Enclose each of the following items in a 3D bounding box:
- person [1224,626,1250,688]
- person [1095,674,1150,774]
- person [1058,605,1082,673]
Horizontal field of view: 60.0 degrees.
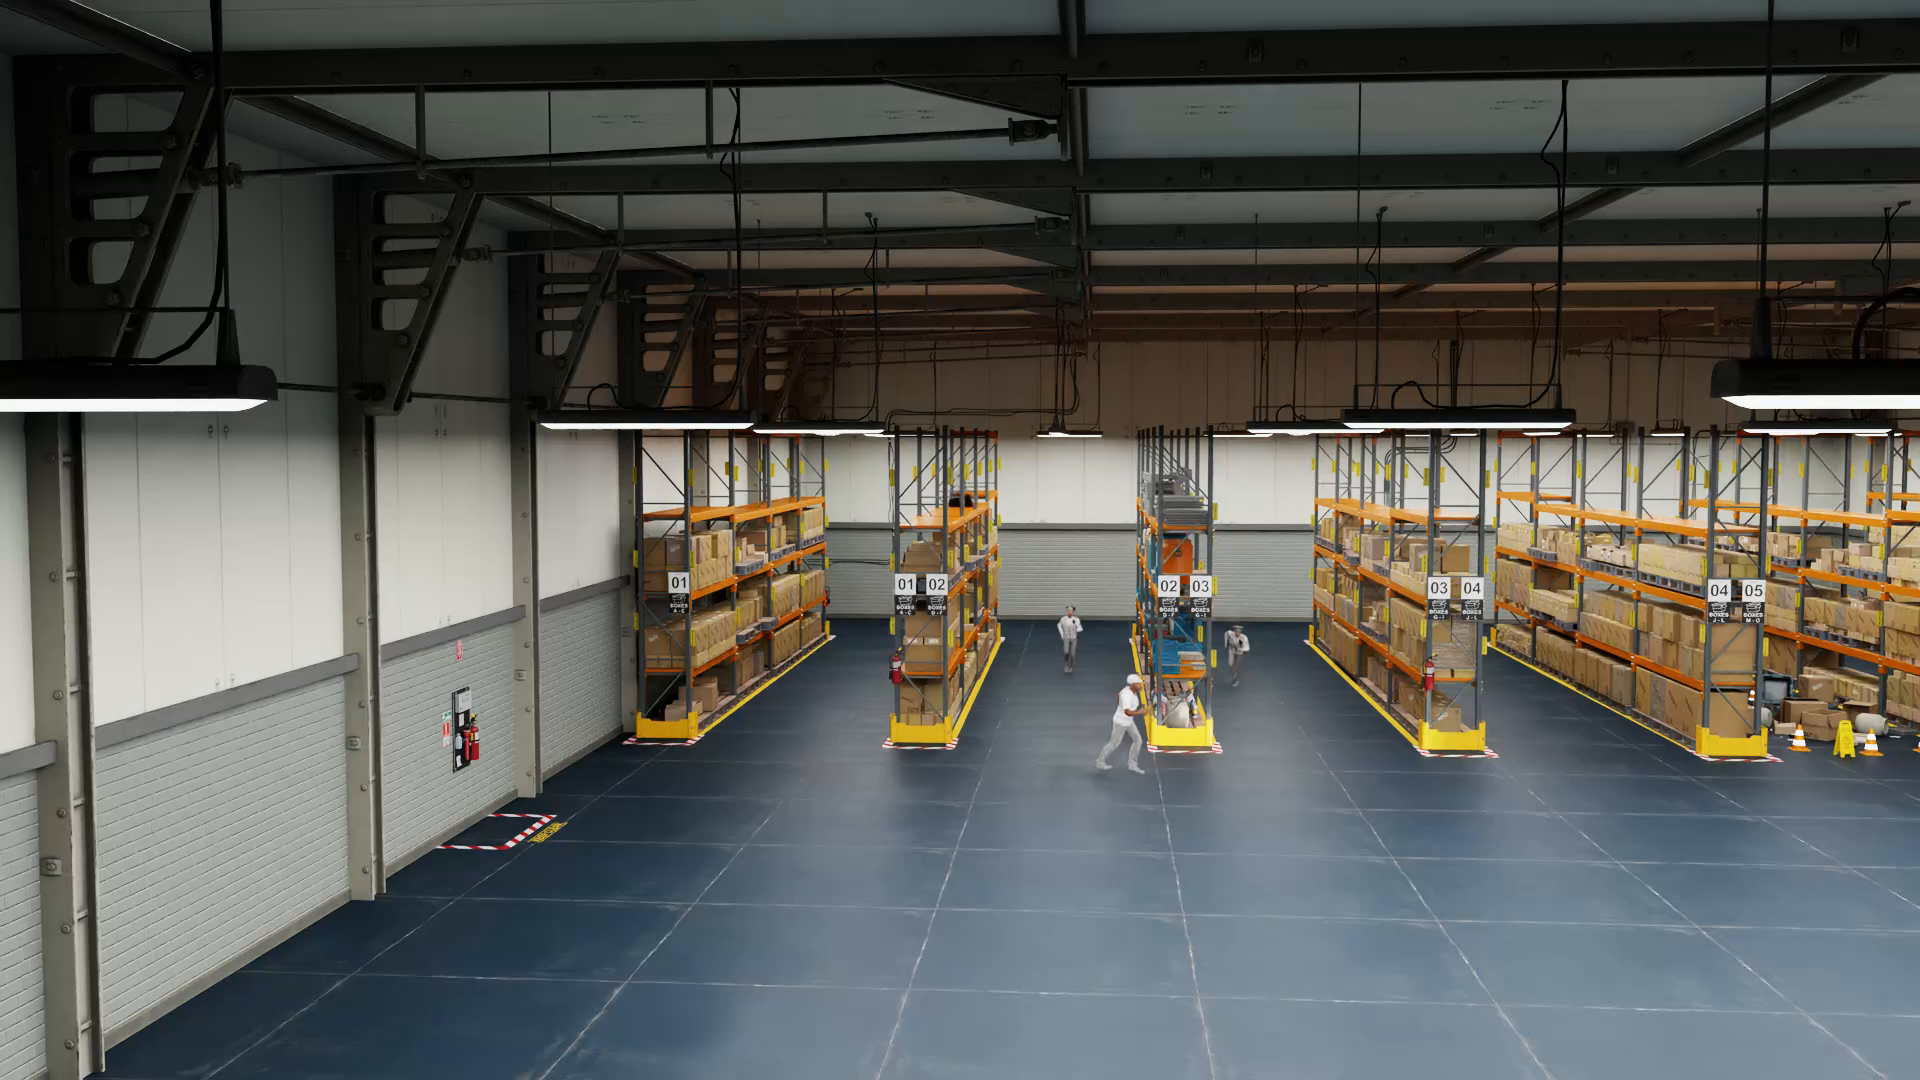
[{"bbox_3d":[6.458,2.683,38.793,0.592,1.463,1.079,1,3,10],"label":"person"},{"bbox_3d":[2.814,3.151,28.489,0.978,1.733,0.723,1,4,23],"label":"person"},{"bbox_3d":[2.699,2.435,40.766,0.608,1.680,0.652,0,3,4],"label":"person"}]
